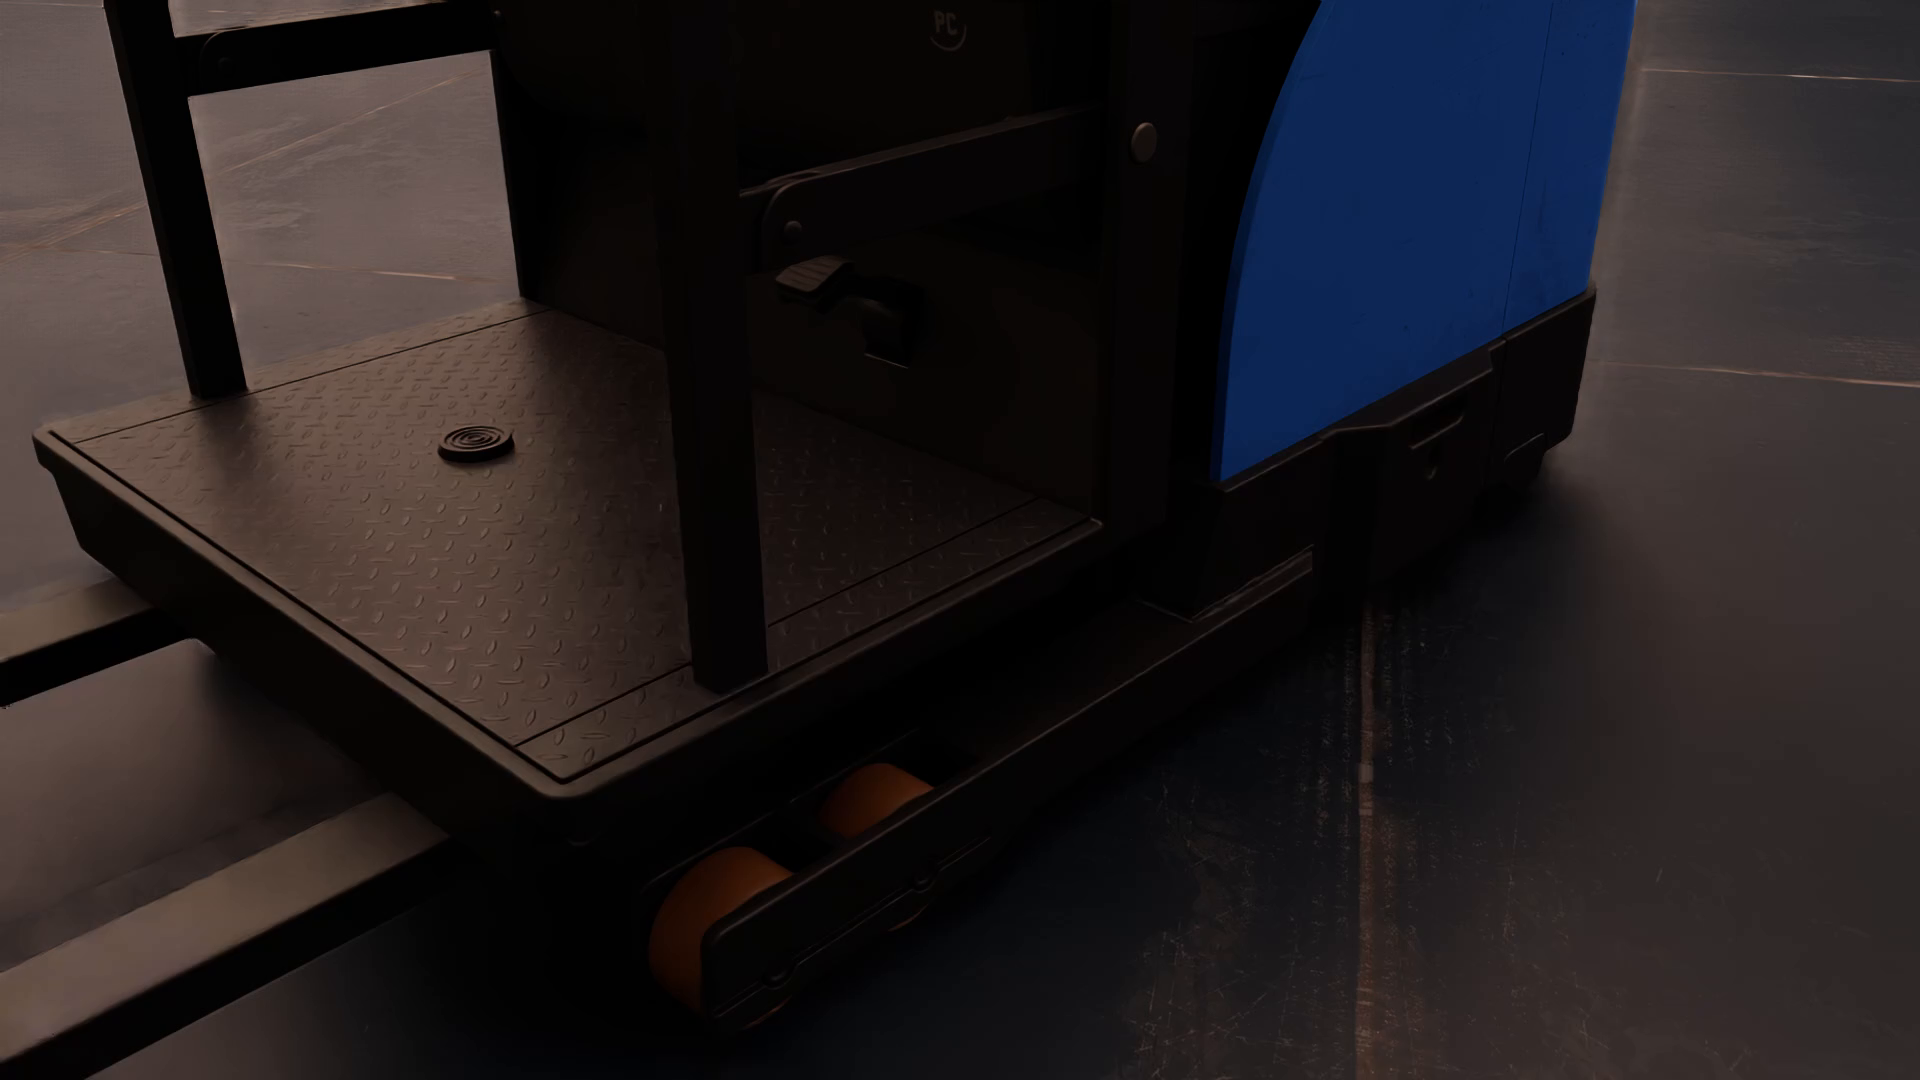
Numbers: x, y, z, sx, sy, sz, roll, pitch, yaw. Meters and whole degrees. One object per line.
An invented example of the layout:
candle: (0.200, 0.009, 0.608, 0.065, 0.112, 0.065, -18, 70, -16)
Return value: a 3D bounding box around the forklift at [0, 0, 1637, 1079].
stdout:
forklift: (-0.380, -1.106, 1.438, 1.130, 2.935, 3.031, 23, 35, 38)
